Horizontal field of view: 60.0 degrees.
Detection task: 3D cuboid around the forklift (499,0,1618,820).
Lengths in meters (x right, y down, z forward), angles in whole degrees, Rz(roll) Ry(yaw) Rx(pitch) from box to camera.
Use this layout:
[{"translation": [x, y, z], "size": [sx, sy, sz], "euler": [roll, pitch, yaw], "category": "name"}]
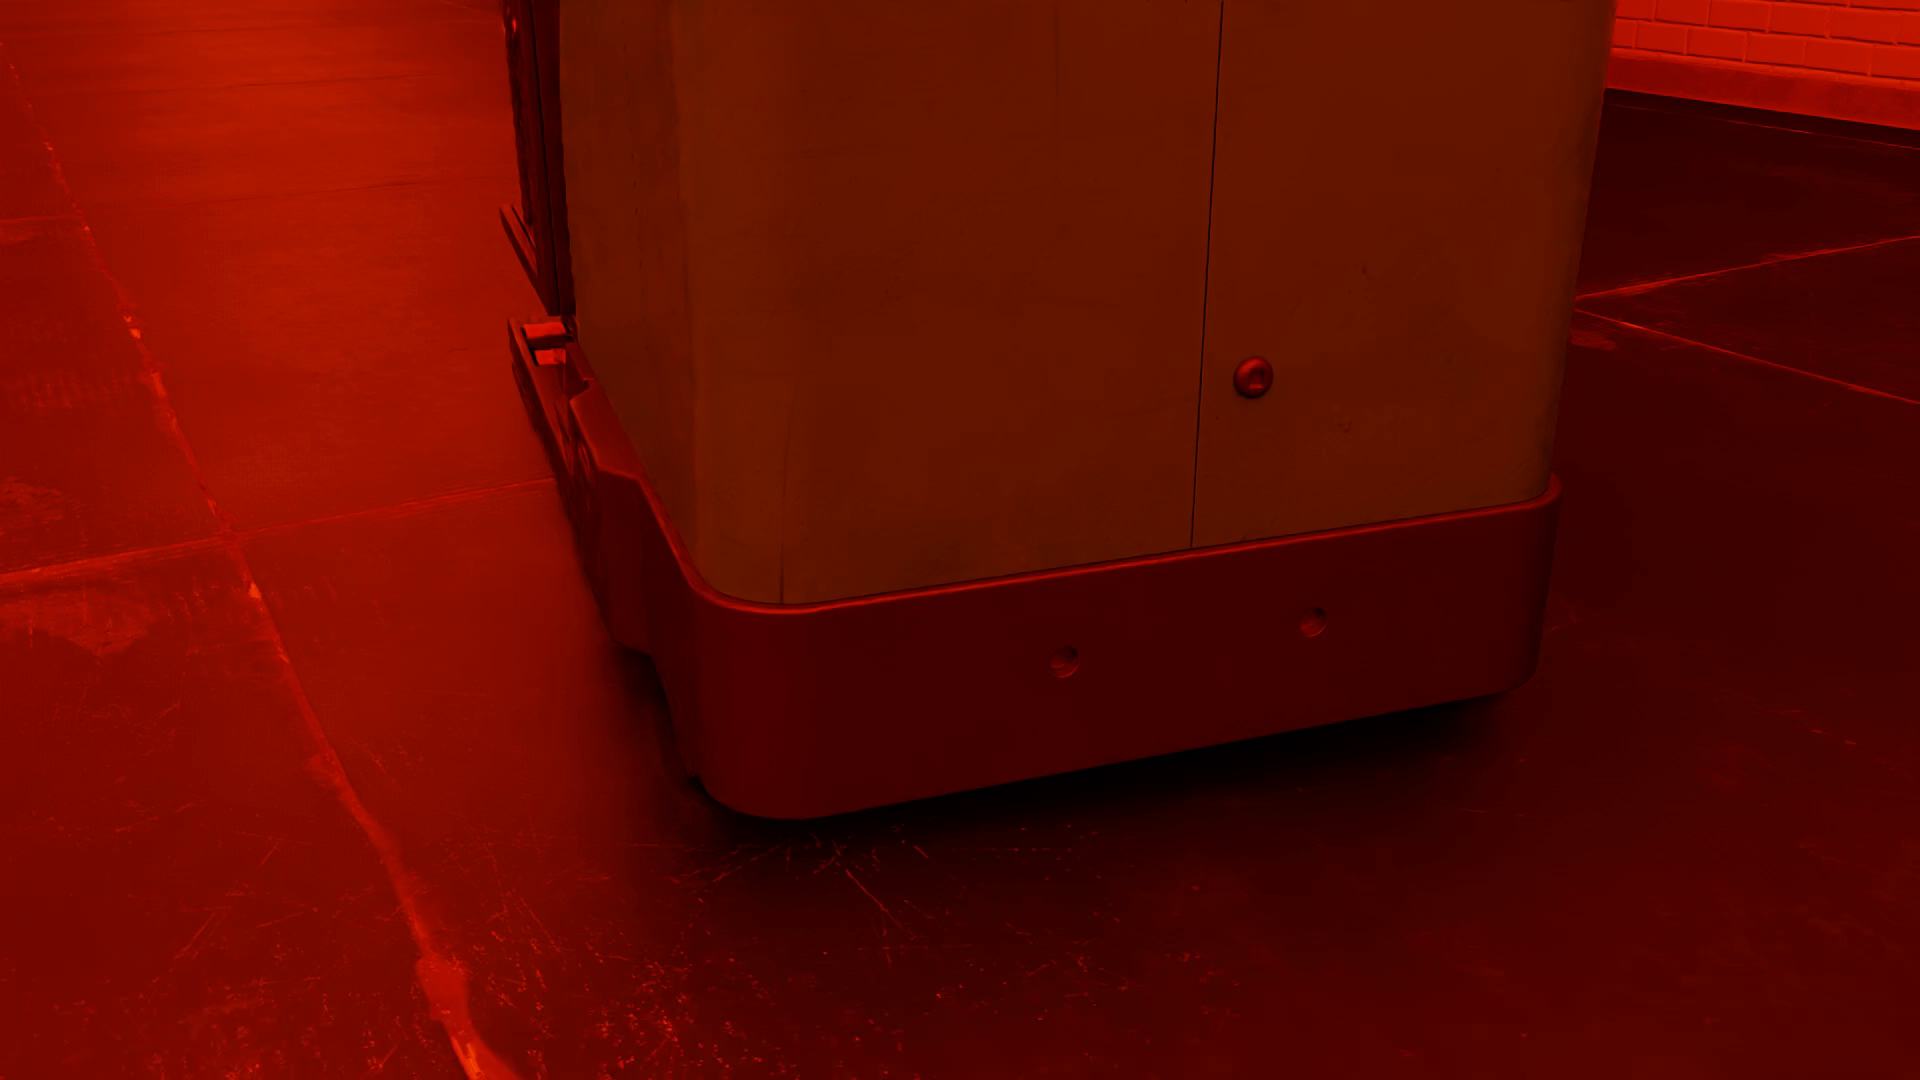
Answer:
[{"translation": [-0.252, -1.594, 2.658], "size": [1.130, 2.935, 3.031], "euler": [-8, 24, -18], "category": "forklift"}]
